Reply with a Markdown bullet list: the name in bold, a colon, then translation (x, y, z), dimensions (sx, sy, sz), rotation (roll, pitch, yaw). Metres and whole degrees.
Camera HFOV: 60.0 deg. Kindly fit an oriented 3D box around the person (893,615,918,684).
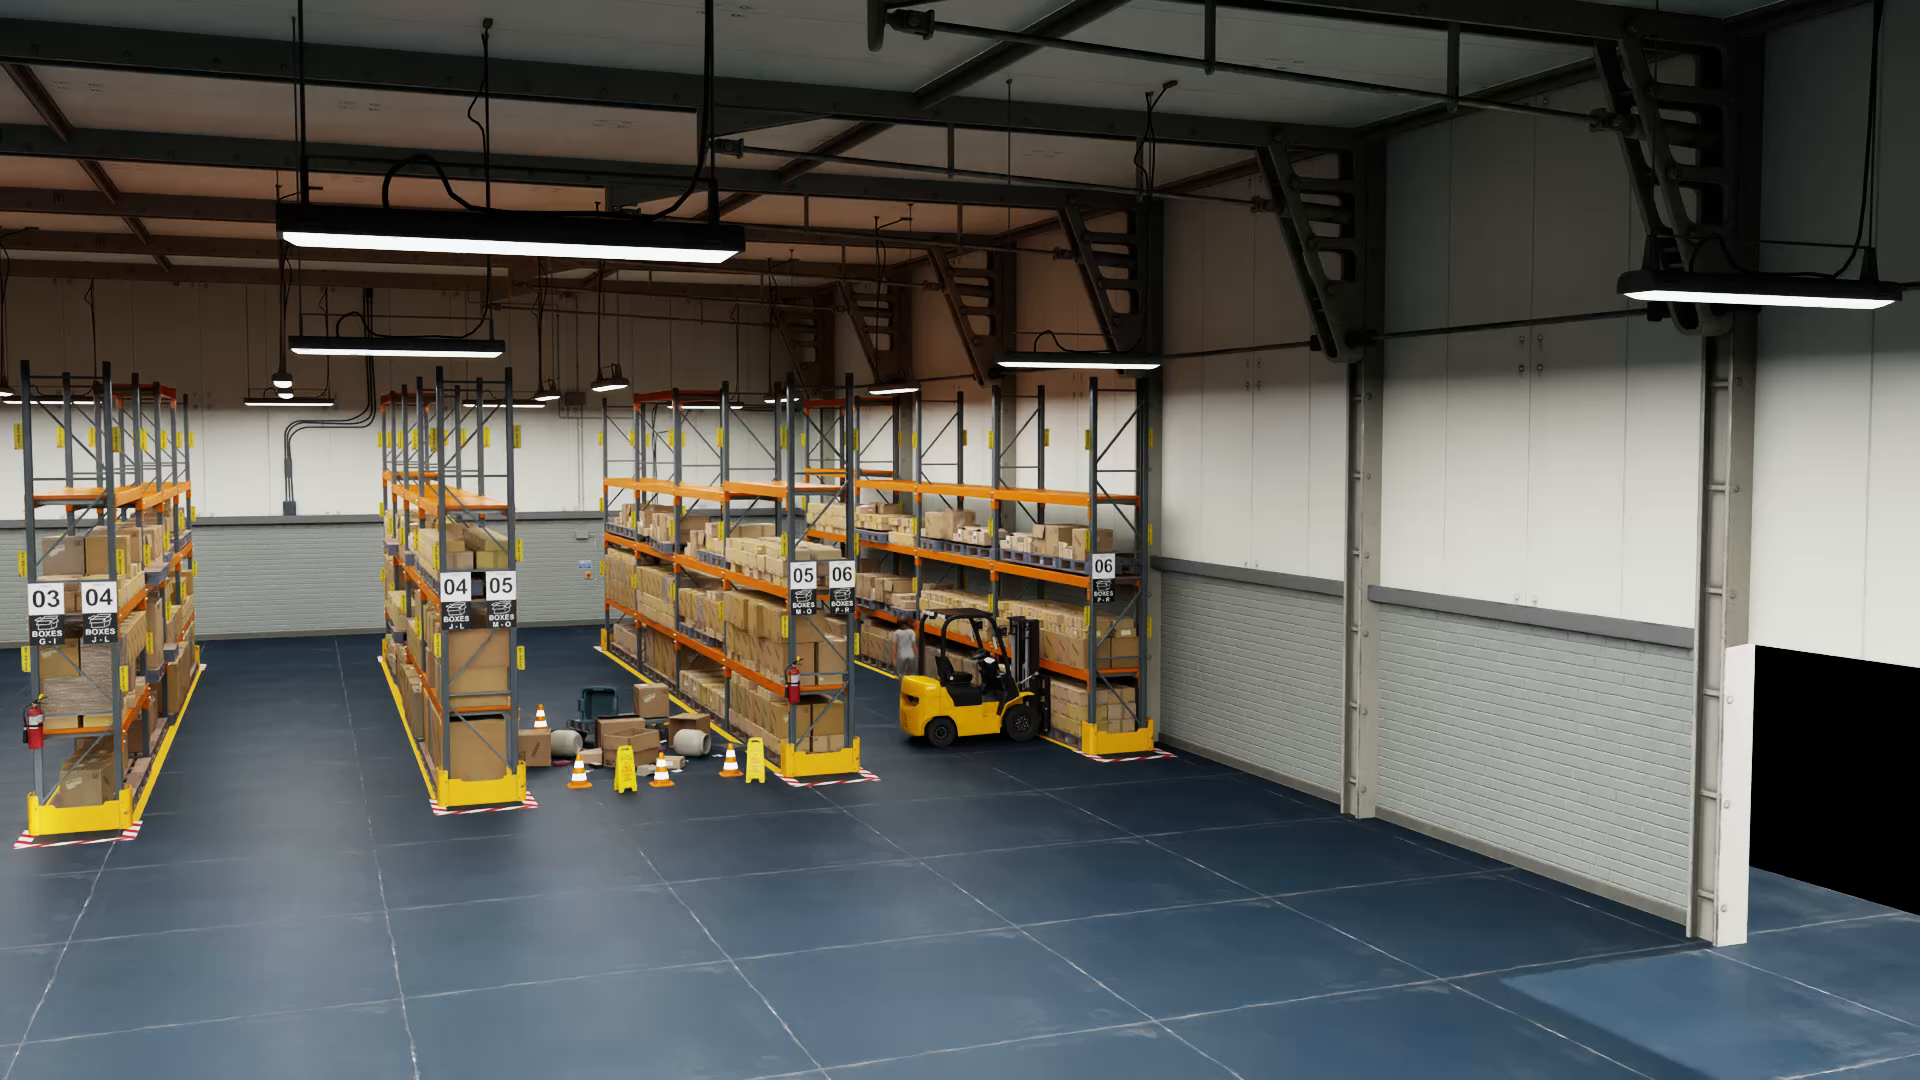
- **person**: translation (-1.006, 2.158, 31.063), dimensions (0.507, 1.536, 0.542), rotation (-1, 4, -13)
